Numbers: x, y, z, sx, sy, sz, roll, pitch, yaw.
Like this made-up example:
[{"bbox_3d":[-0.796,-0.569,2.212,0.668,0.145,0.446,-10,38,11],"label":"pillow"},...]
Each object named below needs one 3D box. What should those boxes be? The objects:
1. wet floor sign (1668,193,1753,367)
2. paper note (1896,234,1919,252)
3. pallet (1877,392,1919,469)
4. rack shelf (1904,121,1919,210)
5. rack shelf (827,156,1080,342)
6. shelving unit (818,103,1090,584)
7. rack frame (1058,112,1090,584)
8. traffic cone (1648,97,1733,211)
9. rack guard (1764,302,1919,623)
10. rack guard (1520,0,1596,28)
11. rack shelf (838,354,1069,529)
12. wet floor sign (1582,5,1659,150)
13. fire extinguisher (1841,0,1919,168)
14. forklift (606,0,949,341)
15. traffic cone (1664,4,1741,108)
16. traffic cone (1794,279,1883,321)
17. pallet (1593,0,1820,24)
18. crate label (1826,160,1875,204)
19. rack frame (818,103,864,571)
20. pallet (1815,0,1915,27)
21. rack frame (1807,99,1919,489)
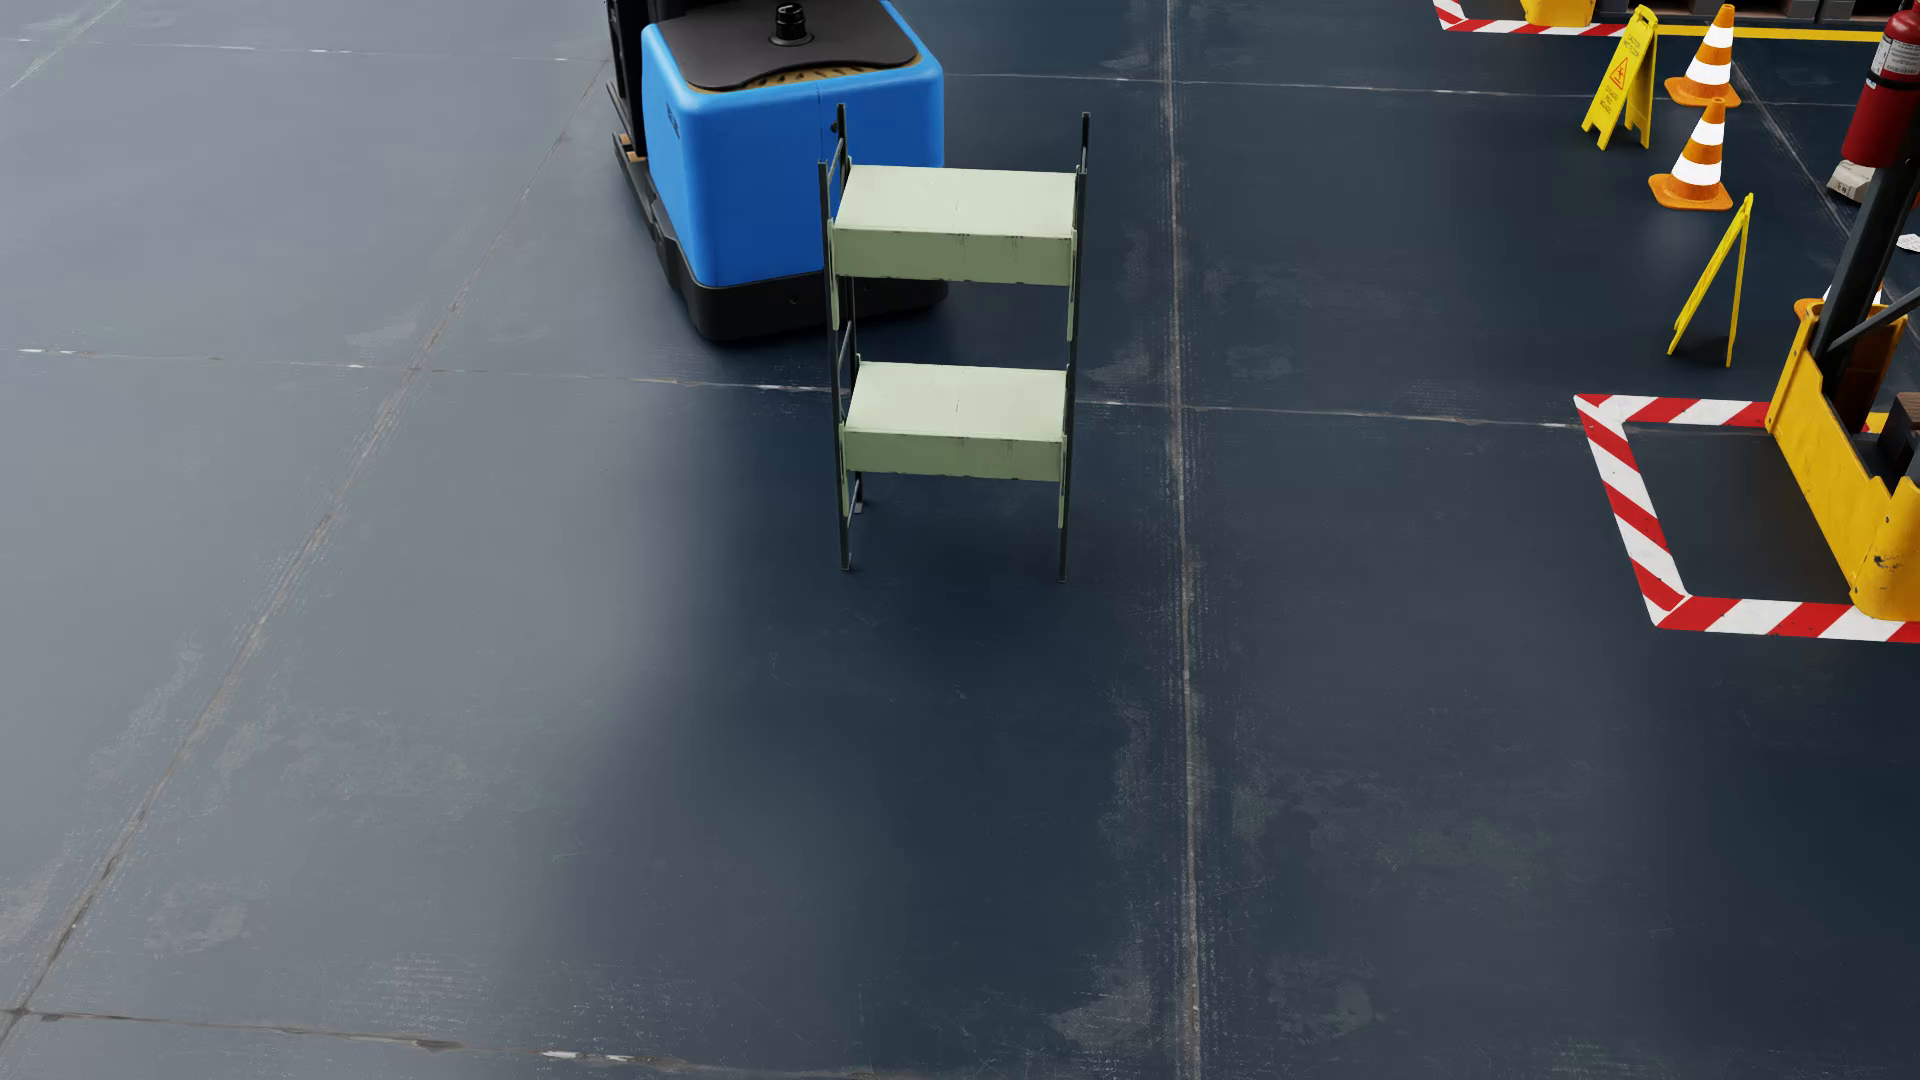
[{"bbox_3d":[2.997,-1.038,6.514,0.232,0.644,0.267,16,42,19],"label":"wet floor sign"},{"bbox_3d":[4.207,-1.317,7.344,0.142,0.019,0.148,-10,40,-12],"label":"paper note"},{"bbox_3d":[3.976,-0.116,5.725,1.213,0.211,1.003,3,39,4],"label":"pallet"},{"bbox_3d":[5.086,-0.880,5.025,4.000,0.370,1.077,3,39,4],"label":"rack shelf"},{"bbox_3d":[-0.007,-0.885,5.031,0.720,0.370,0.431,3,39,4],"label":"rack shelf"},{"bbox_3d":[-0.007,-0.582,5.277,0.755,1.500,0.431,3,39,4],"label":"shelving unit"},{"bbox_3d":[0.358,-0.562,5.252,0.023,1.500,0.400,3,39,4],"label":"rack frame"},{"bbox_3d":[3.390,-1.789,7.581,0.334,0.463,0.336,3,39,4],"label":"traffic cone"},{"bbox_3d":[3.169,-0.294,5.716,0.348,0.500,1.175,3,39,4],"label":"rack guard"},{"bbox_3d":[3.396,-3.419,9.554,0.348,0.500,1.175,3,39,4],"label":"rack guard"},{"bbox_3d":[-0.007,-0.329,5.483,0.720,0.370,0.431,3,39,4],"label":"rack shelf"},{"bbox_3d":[3.220,-2.230,7.978,0.232,0.644,0.267,-3,39,-4],"label":"wet floor sign"},{"bbox_3d":[3.019,-1.534,5.320,0.183,0.674,0.296,3,39,4],"label":"fire extinguisher"},{"bbox_3d":[-1.008,-2.863,6.945,1.130,2.935,3.031,-12,41,-15],"label":"forklift"},{"bbox_3d":[3.827,-2.481,8.431,0.334,0.463,0.336,3,39,4],"label":"traffic cone"},{"bbox_3d":[3.633,-1.072,6.701,0.334,0.463,0.336,3,39,4],"label":"traffic cone"},{"bbox_3d":[4.223,-3.311,9.650,1.213,0.211,1.003,3,39,4],"label":"pallet"},{"bbox_3d":[4.179,-1.658,7.679,0.298,0.136,0.250,-16,42,-19],"label":"crate label"},{"bbox_3d":[-0.371,-0.602,5.301,0.023,1.500,0.400,3,39,4],"label":"rack frame"},{"bbox_3d":[5.436,-3.243,9.567,1.213,0.211,1.003,3,39,4],"label":"pallet"},{"bbox_3d":[3.094,-1.268,4.932,0.127,3.000,1.000,3,39,4],"label":"rack frame"}]
